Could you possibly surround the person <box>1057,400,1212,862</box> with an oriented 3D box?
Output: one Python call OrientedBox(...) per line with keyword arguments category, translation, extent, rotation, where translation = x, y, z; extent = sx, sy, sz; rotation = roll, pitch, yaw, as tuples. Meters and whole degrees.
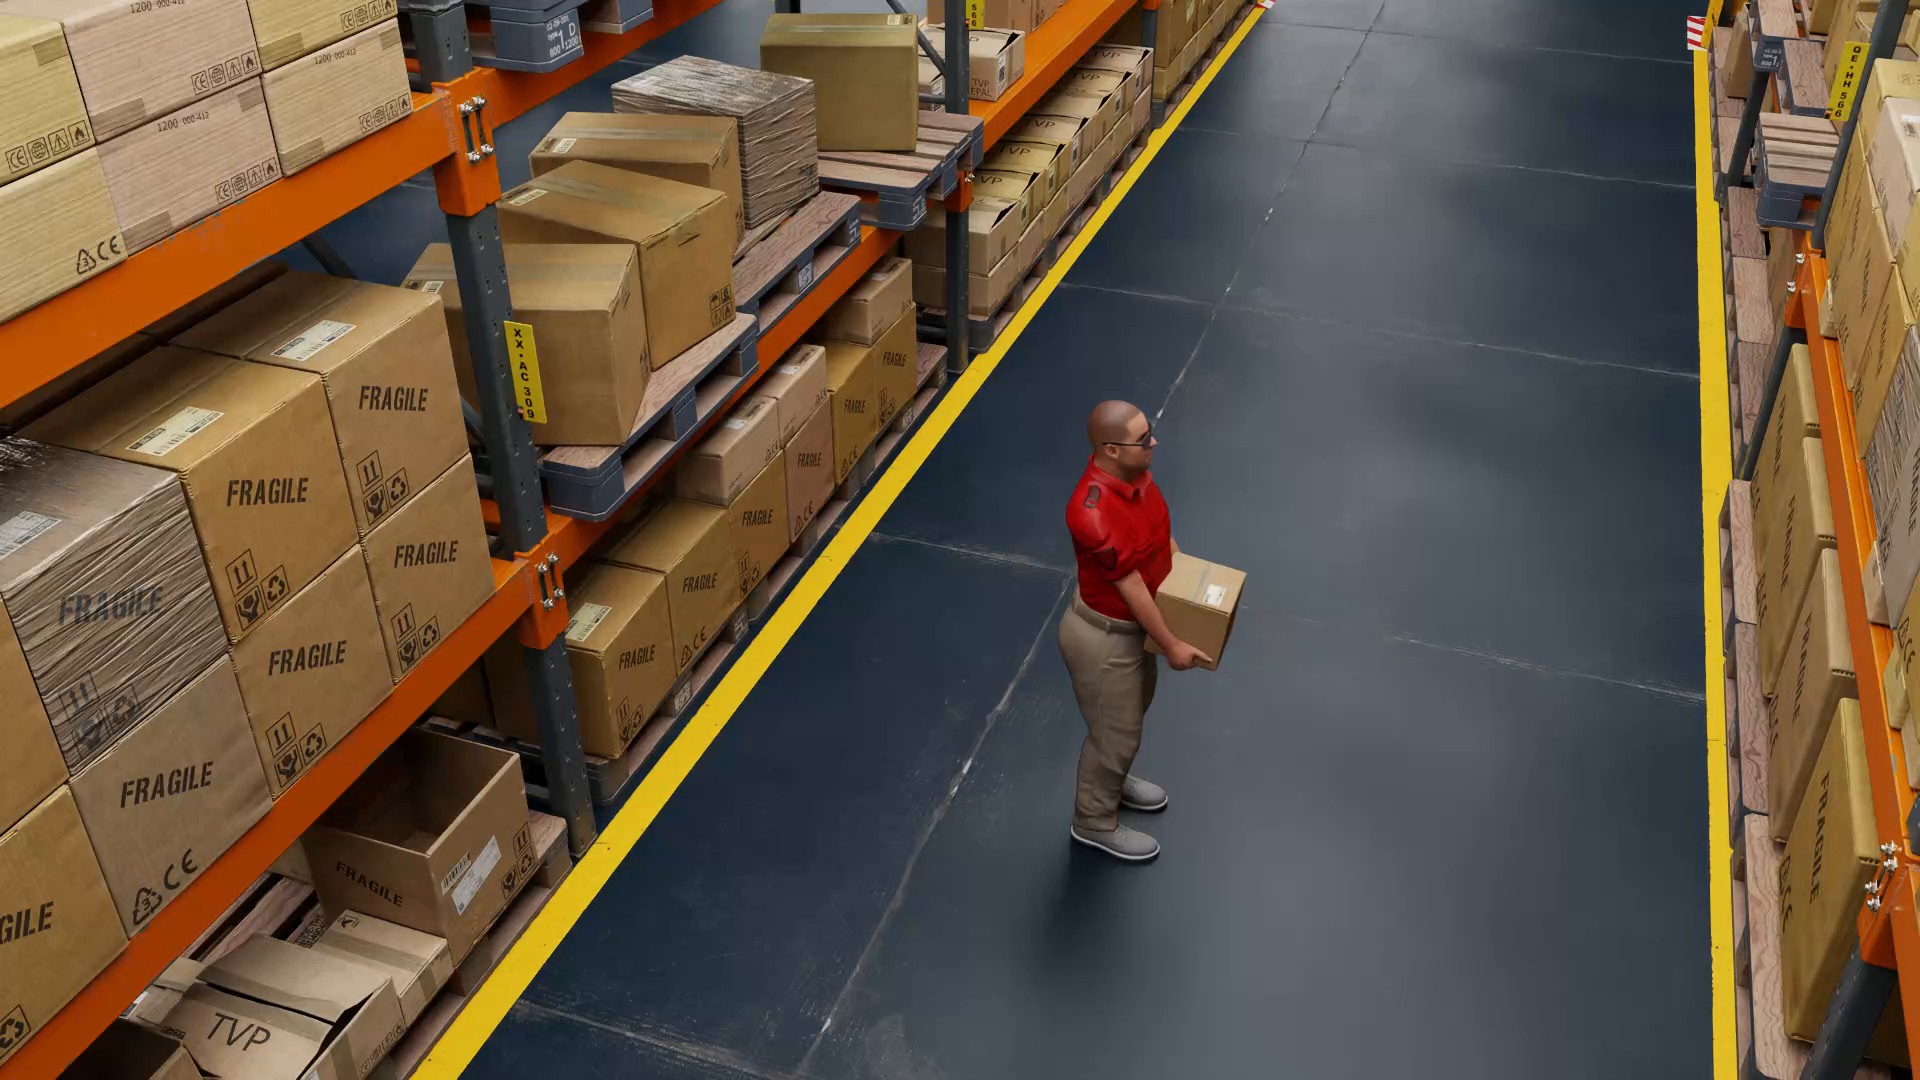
OrientedBox(category="person", translation=(0.631, 0.320, 5.674), extent=(0.524, 1.722, 0.490), rotation=(11, 35, 17))
